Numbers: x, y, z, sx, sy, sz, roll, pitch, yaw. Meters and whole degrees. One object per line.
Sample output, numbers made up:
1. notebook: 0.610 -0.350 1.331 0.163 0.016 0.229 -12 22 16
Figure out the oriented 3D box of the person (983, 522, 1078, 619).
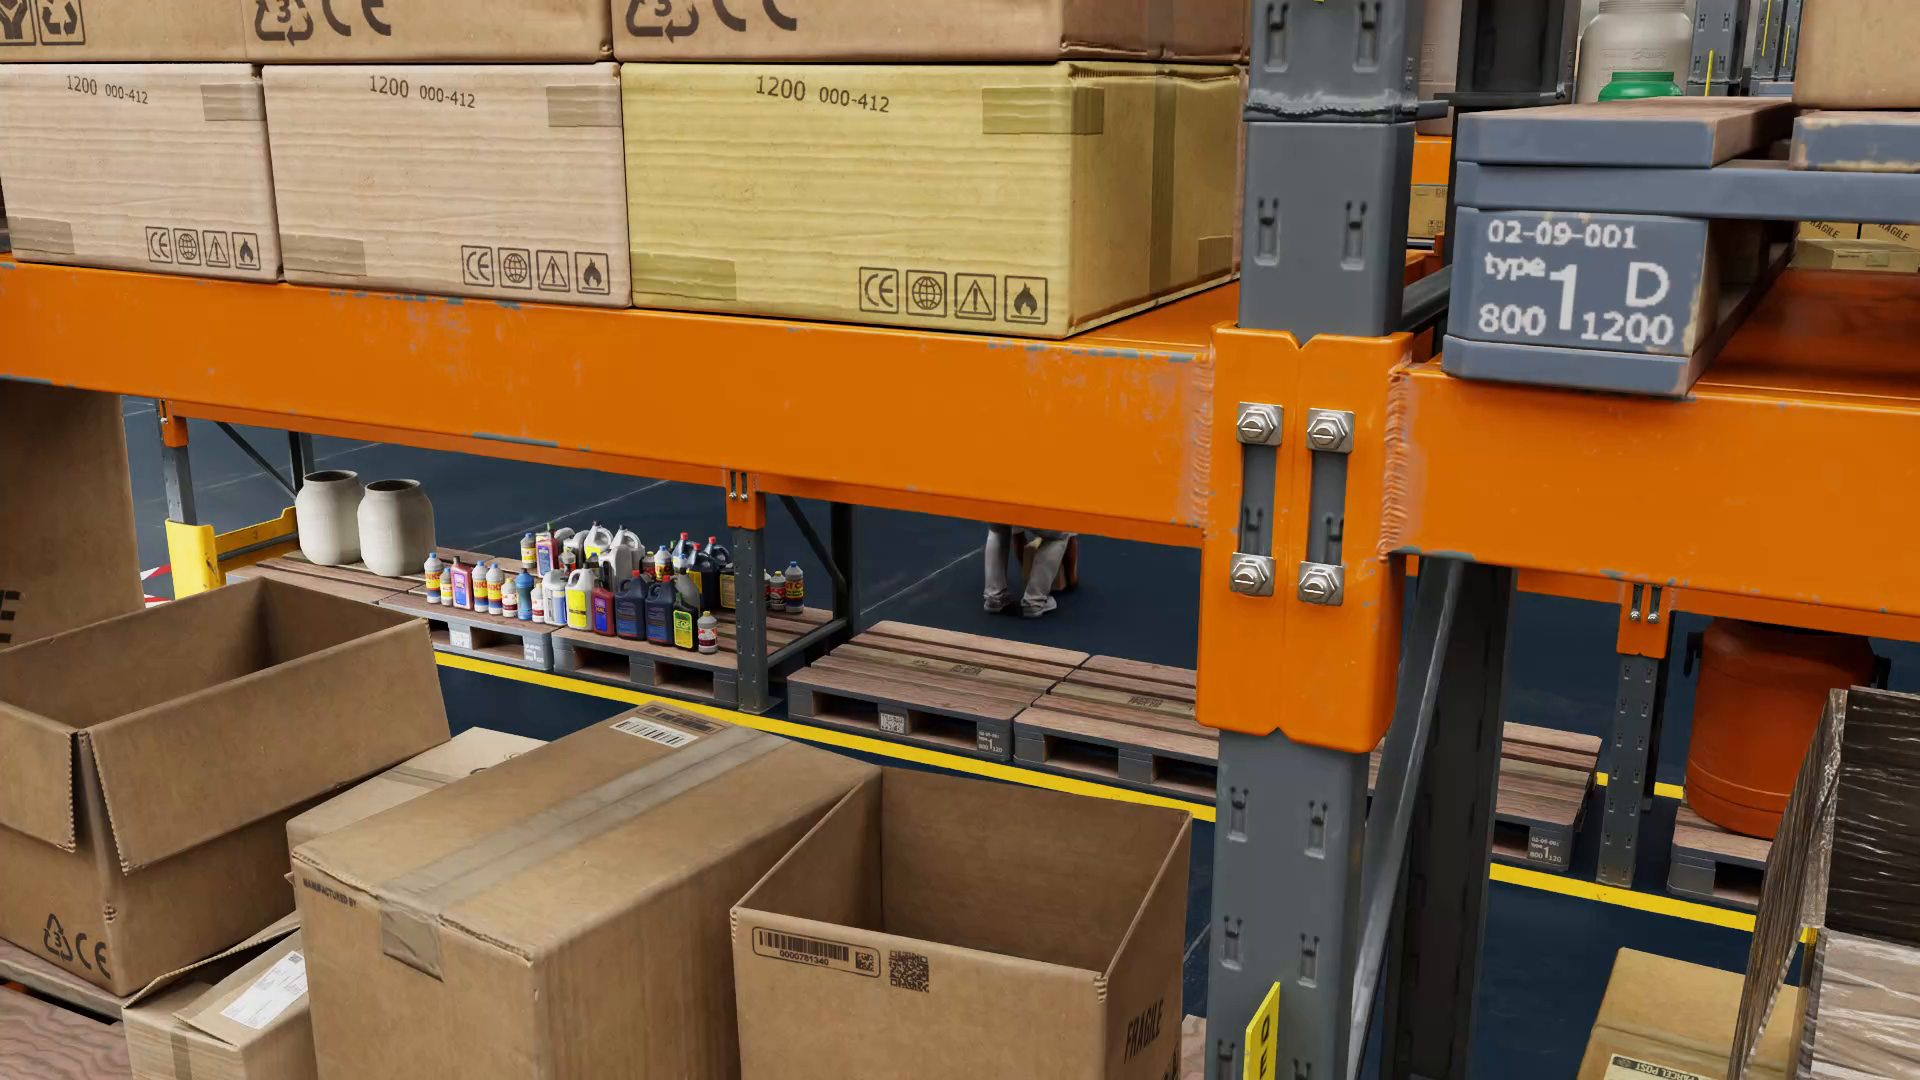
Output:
1. person: 0.413 -0.087 9.817 0.507 0.939 0.974 7 17 23
